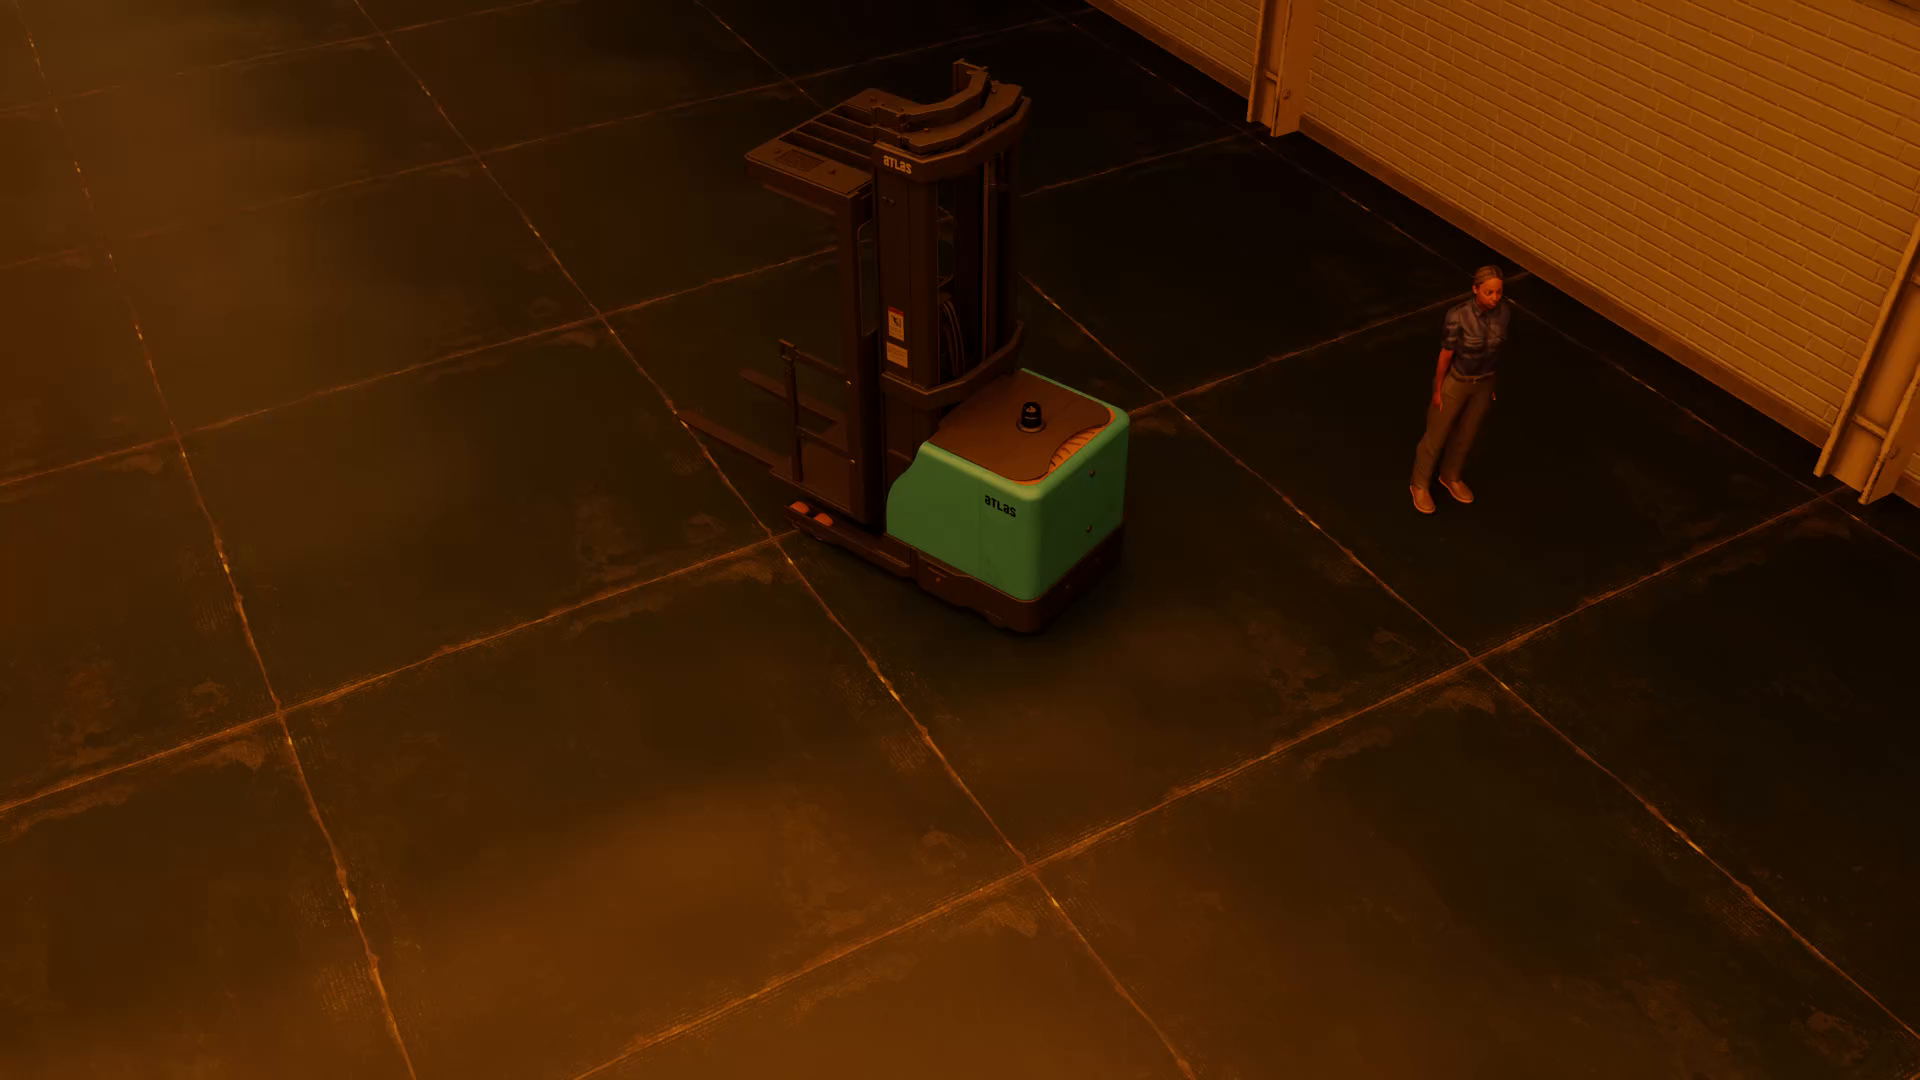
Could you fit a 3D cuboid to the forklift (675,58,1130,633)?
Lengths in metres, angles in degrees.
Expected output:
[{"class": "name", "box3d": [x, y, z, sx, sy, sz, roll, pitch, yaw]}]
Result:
[{"class": "forklift", "box3d": [-0.481, -1.366, 9.683, 3.031, 2.935, 1.130, 26, 46, 28]}]

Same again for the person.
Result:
[{"class": "person", "box3d": [3.086, -0.927, 10.154, 0.447, 1.661, 0.328, -12, 41, -14]}]
